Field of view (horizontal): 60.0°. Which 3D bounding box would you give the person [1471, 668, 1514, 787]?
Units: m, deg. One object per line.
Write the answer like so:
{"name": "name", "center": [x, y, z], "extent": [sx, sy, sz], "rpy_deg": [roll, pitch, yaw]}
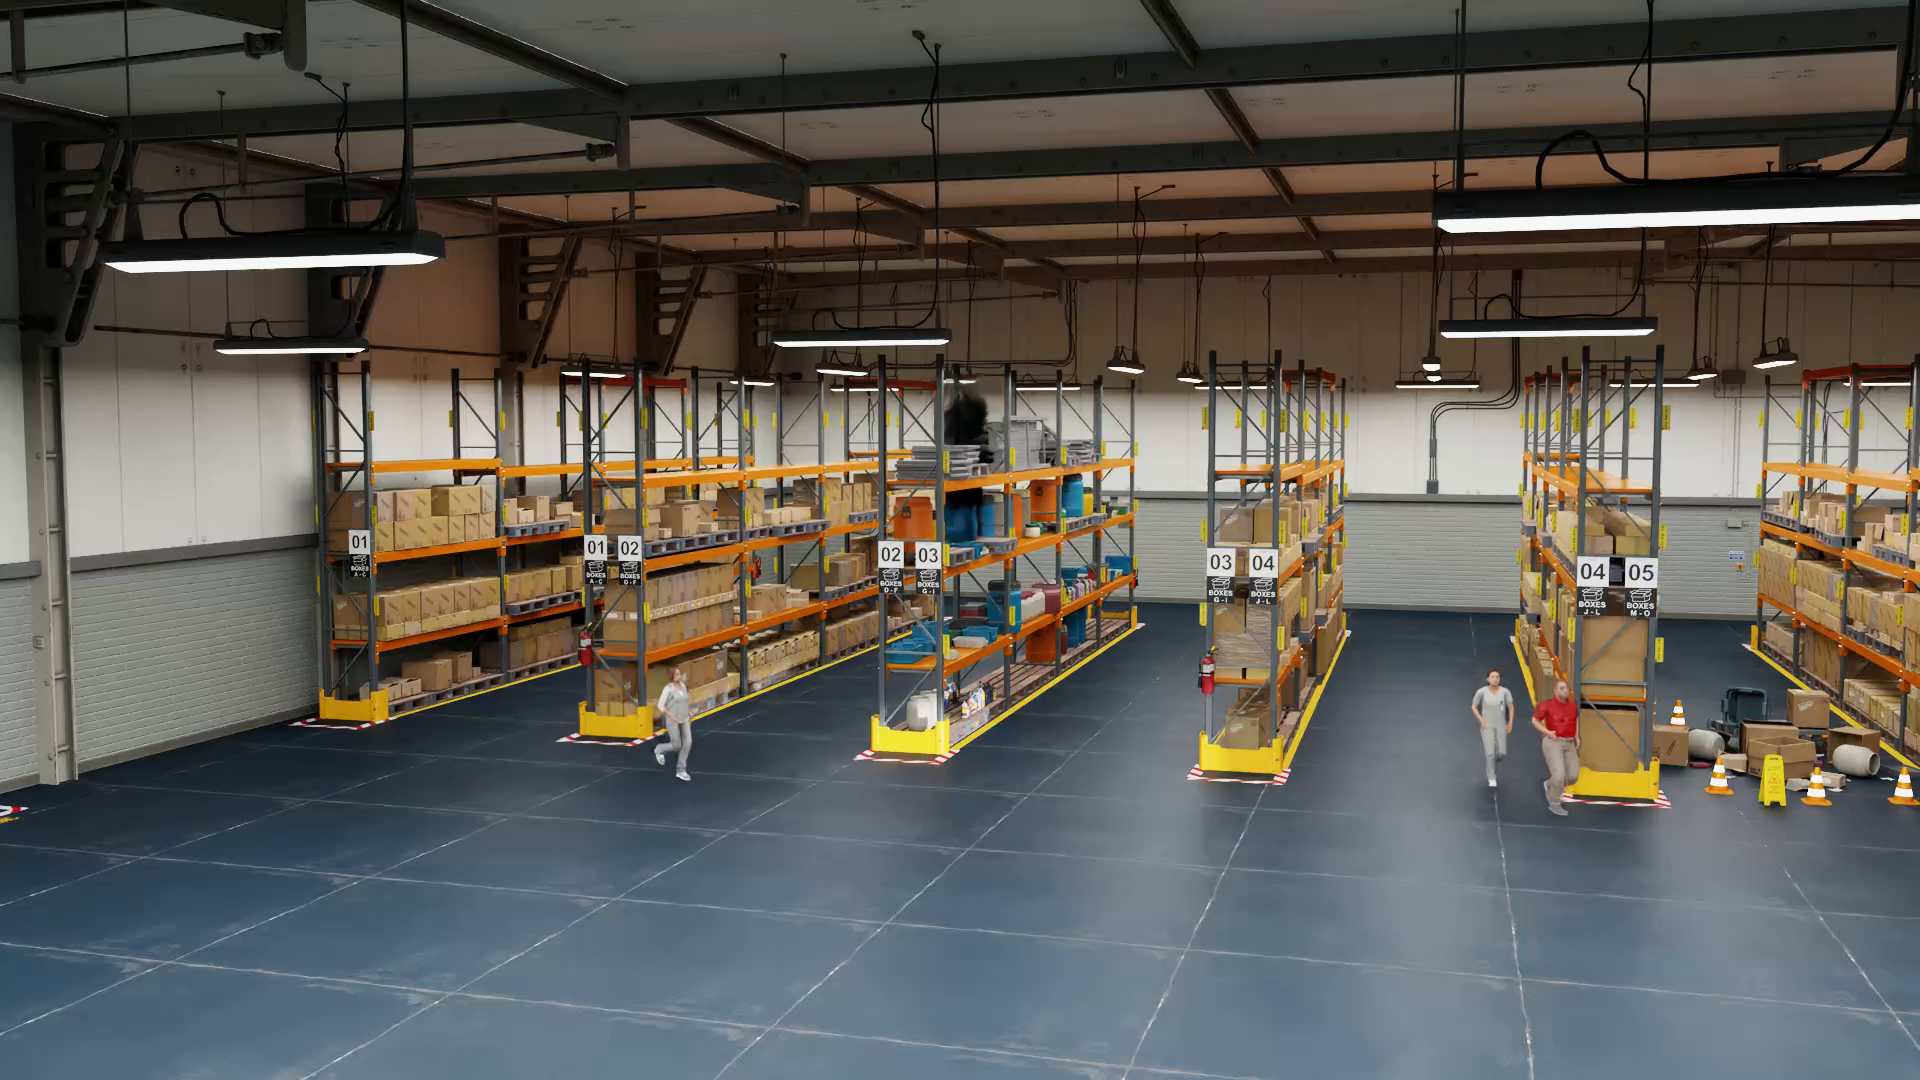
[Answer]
{"name": "person", "center": [7.334, 2.563, 22.923], "extent": [0.572, 1.619, 0.596], "rpy_deg": [1, 4, 8]}

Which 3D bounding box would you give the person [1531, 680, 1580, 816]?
{"name": "person", "center": [7.672, 2.651, 21.329], "extent": [0.705, 1.708, 0.639], "rpy_deg": [-1, 4, -13]}

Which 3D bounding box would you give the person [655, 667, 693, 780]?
{"name": "person", "center": [-4.009, 2.568, 23.393], "extent": [0.691, 1.567, 0.546], "rpy_deg": [4, 6, 42]}
